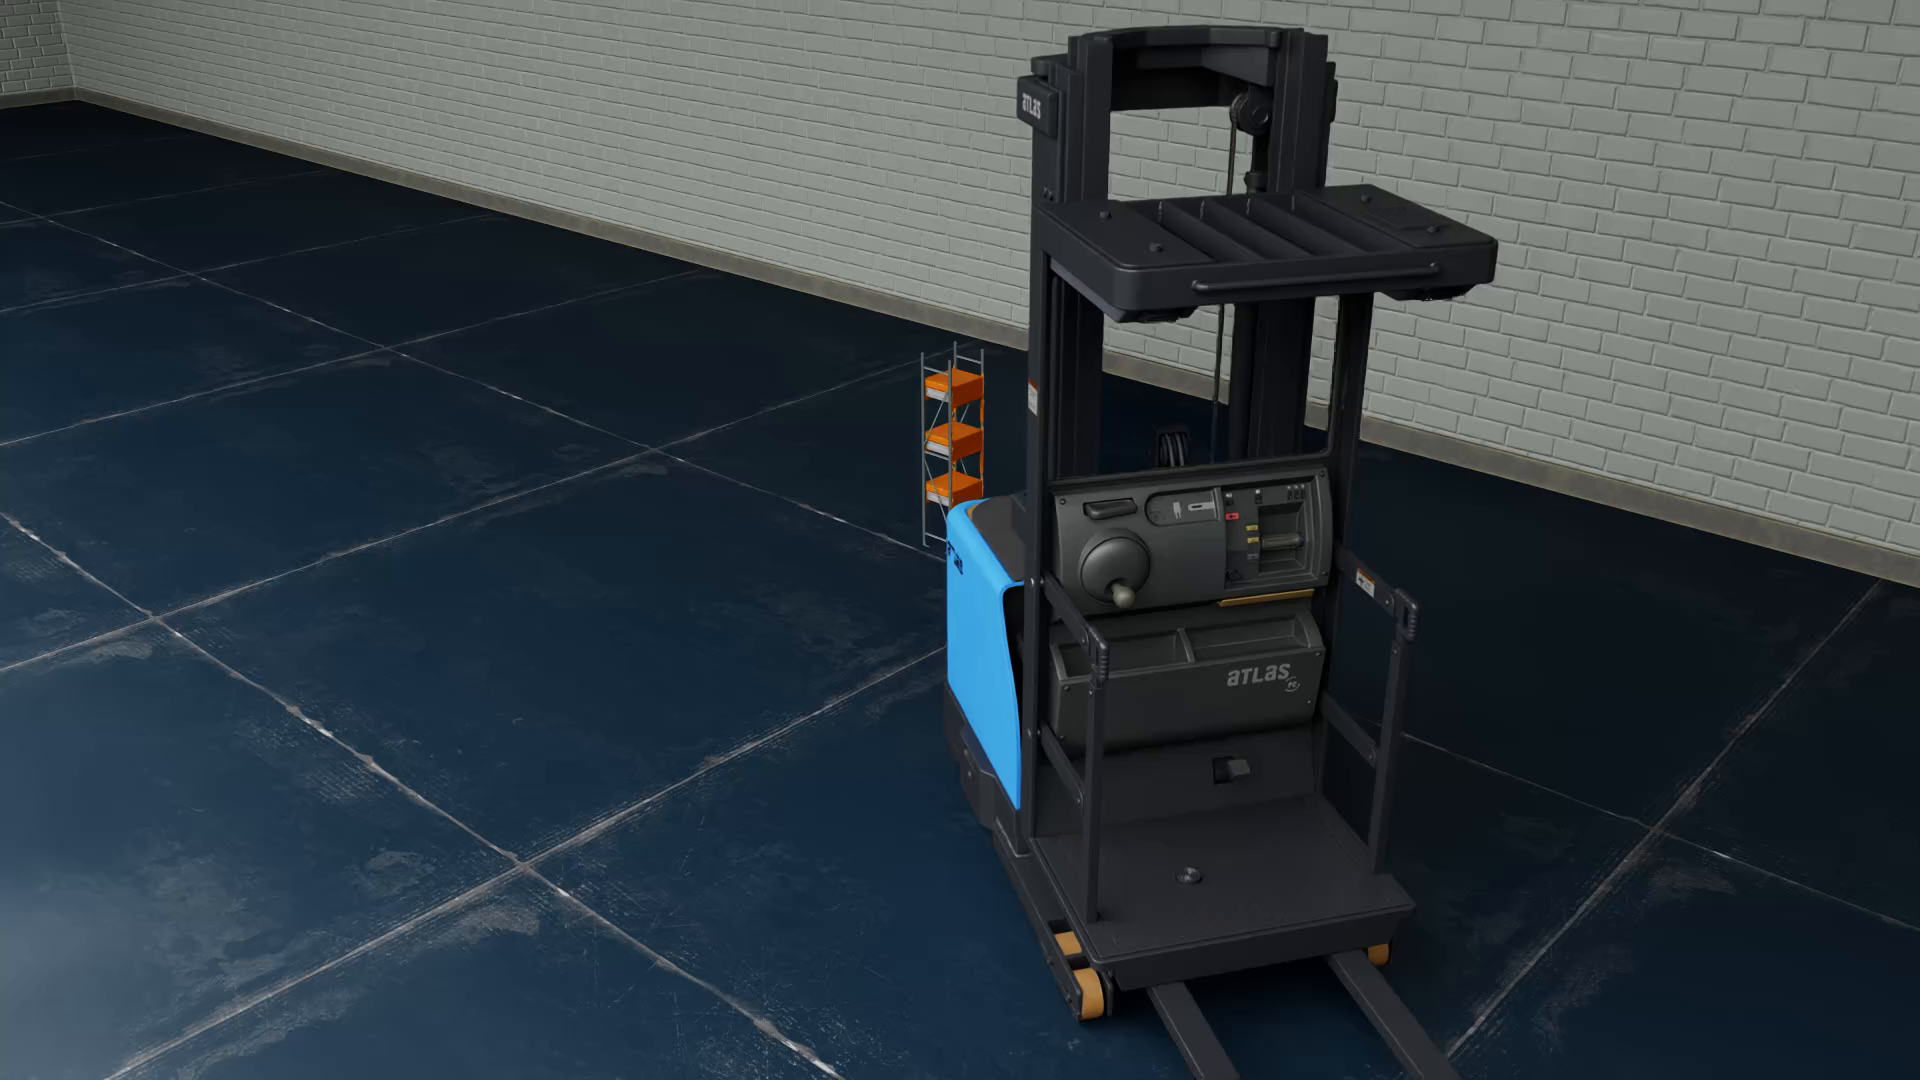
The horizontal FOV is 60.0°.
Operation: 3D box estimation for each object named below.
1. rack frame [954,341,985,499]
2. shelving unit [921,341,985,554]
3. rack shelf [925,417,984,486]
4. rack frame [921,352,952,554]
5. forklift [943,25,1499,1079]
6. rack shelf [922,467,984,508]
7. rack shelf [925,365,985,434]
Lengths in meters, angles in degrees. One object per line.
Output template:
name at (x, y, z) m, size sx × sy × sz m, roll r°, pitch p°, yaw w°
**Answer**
rack frame at (0.046, -0.500, 8.582) m, size 0.200 × 1.050 × 0.008 m, roll 20°, pitch 31°, yaw 38°
shelving unit at (-0.036, -0.463, 8.499) m, size 0.215 × 1.050 × 0.252 m, roll 20°, pitch 31°, yaw 38°
rack shelf at (-0.036, -0.453, 8.503) m, size 0.215 × 0.259 × 0.240 m, roll 20°, pitch 31°, yaw 38°
rack frame at (-0.117, -0.426, 8.416) m, size 0.200 × 1.050 × 0.008 m, roll 20°, pitch 31°, yaw 38°
forklift at (0.810, 0.023, 5.116) m, size 1.130 × 2.935 × 3.031 m, roll -6°, pitch 25°, yaw -14°
rack shelf at (-0.036, -0.199, 8.617) m, size 0.215 × 0.259 × 0.240 m, roll 20°, pitch 31°, yaw 38°
rack shelf at (-0.036, -0.712, 8.387) m, size 0.215 × 0.259 × 0.240 m, roll 20°, pitch 31°, yaw 38°
